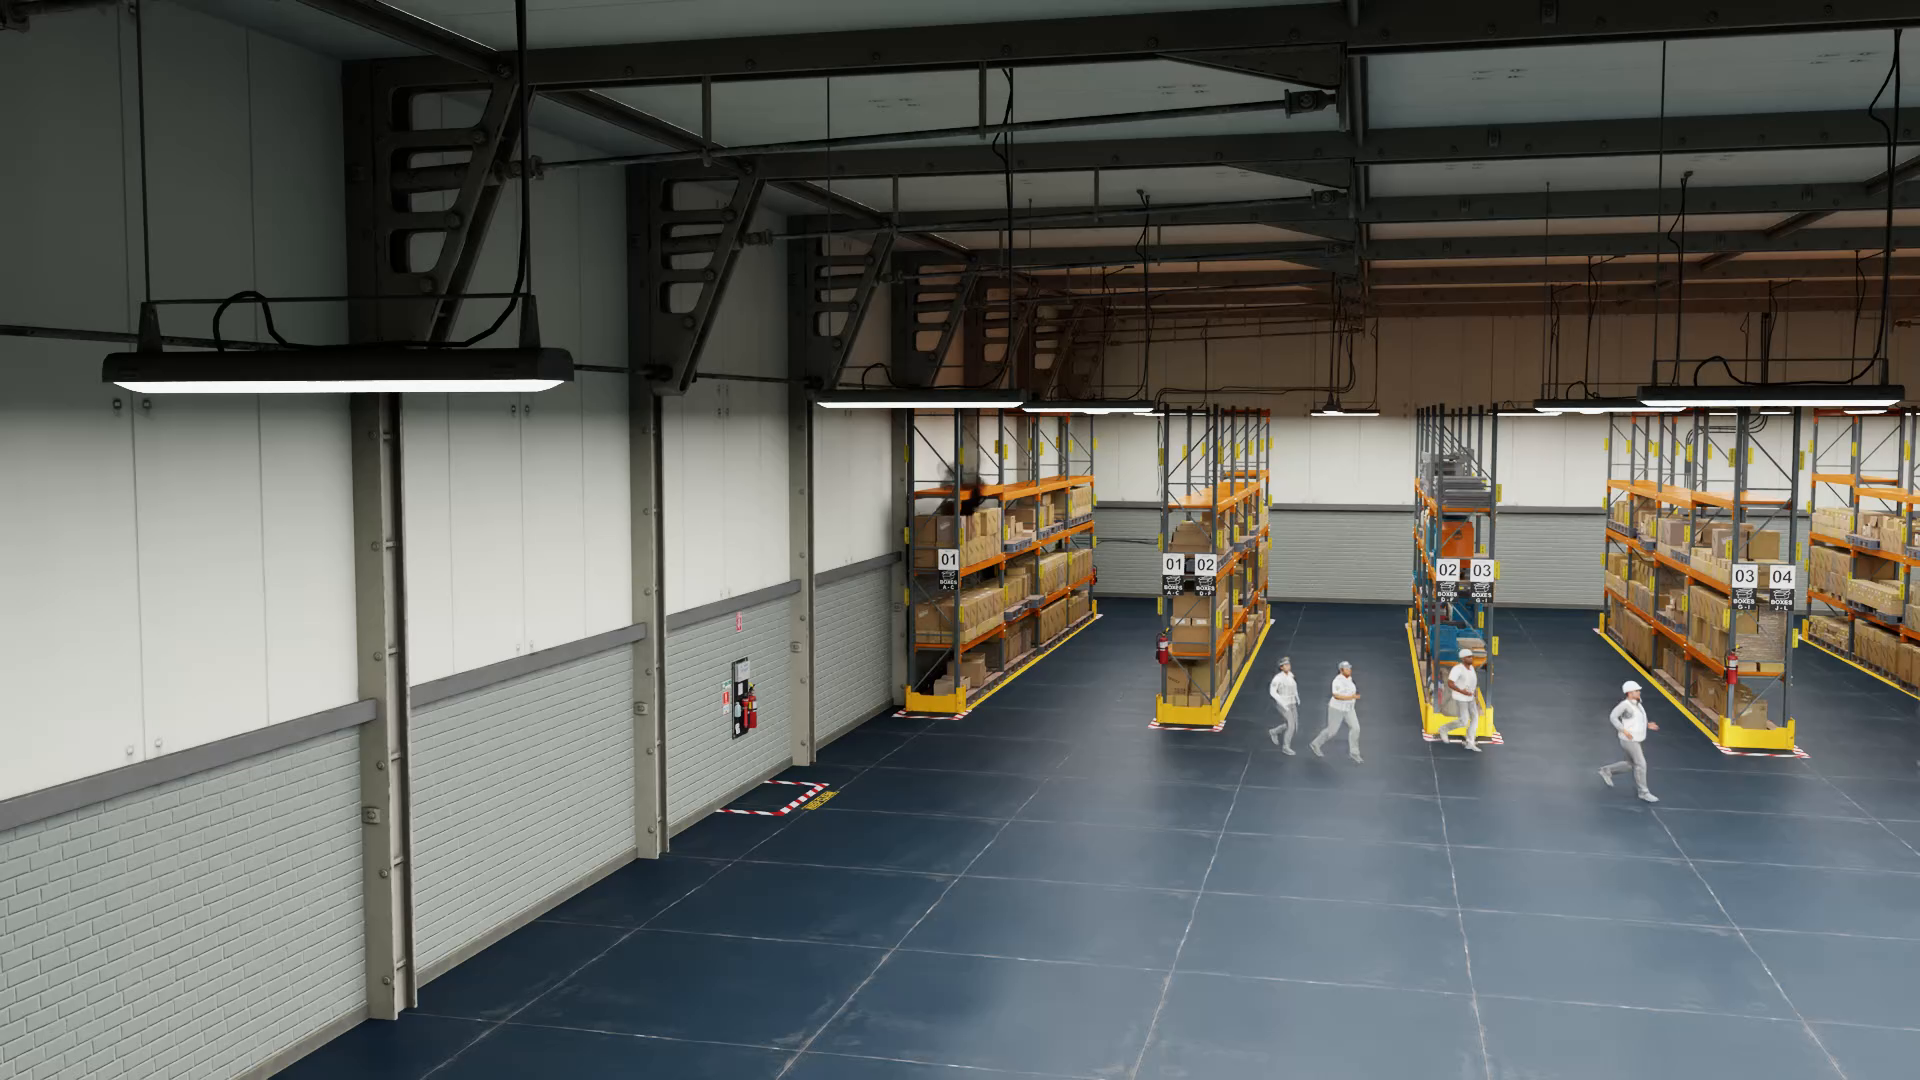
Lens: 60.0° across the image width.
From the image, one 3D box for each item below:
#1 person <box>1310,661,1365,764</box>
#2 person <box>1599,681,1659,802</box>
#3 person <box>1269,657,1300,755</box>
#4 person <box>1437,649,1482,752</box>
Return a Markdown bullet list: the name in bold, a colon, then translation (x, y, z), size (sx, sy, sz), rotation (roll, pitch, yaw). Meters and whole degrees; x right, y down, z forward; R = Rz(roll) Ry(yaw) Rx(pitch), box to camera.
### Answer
- **person**: translation (6.353, 2.870, 27.867), size (0.612, 1.704, 0.909), rotation (-4, 6, -44)
- **person**: translation (10.119, 3.015, 25.126), size (0.928, 1.778, 0.663), rotation (4, 5, 40)
- **person**: translation (5.546, 2.824, 28.544), size (0.616, 1.675, 0.561), rotation (-4, 6, -42)
- **person**: translation (8.685, 2.759, 28.817), size (0.787, 1.772, 0.721), rotation (3, 5, 40)
